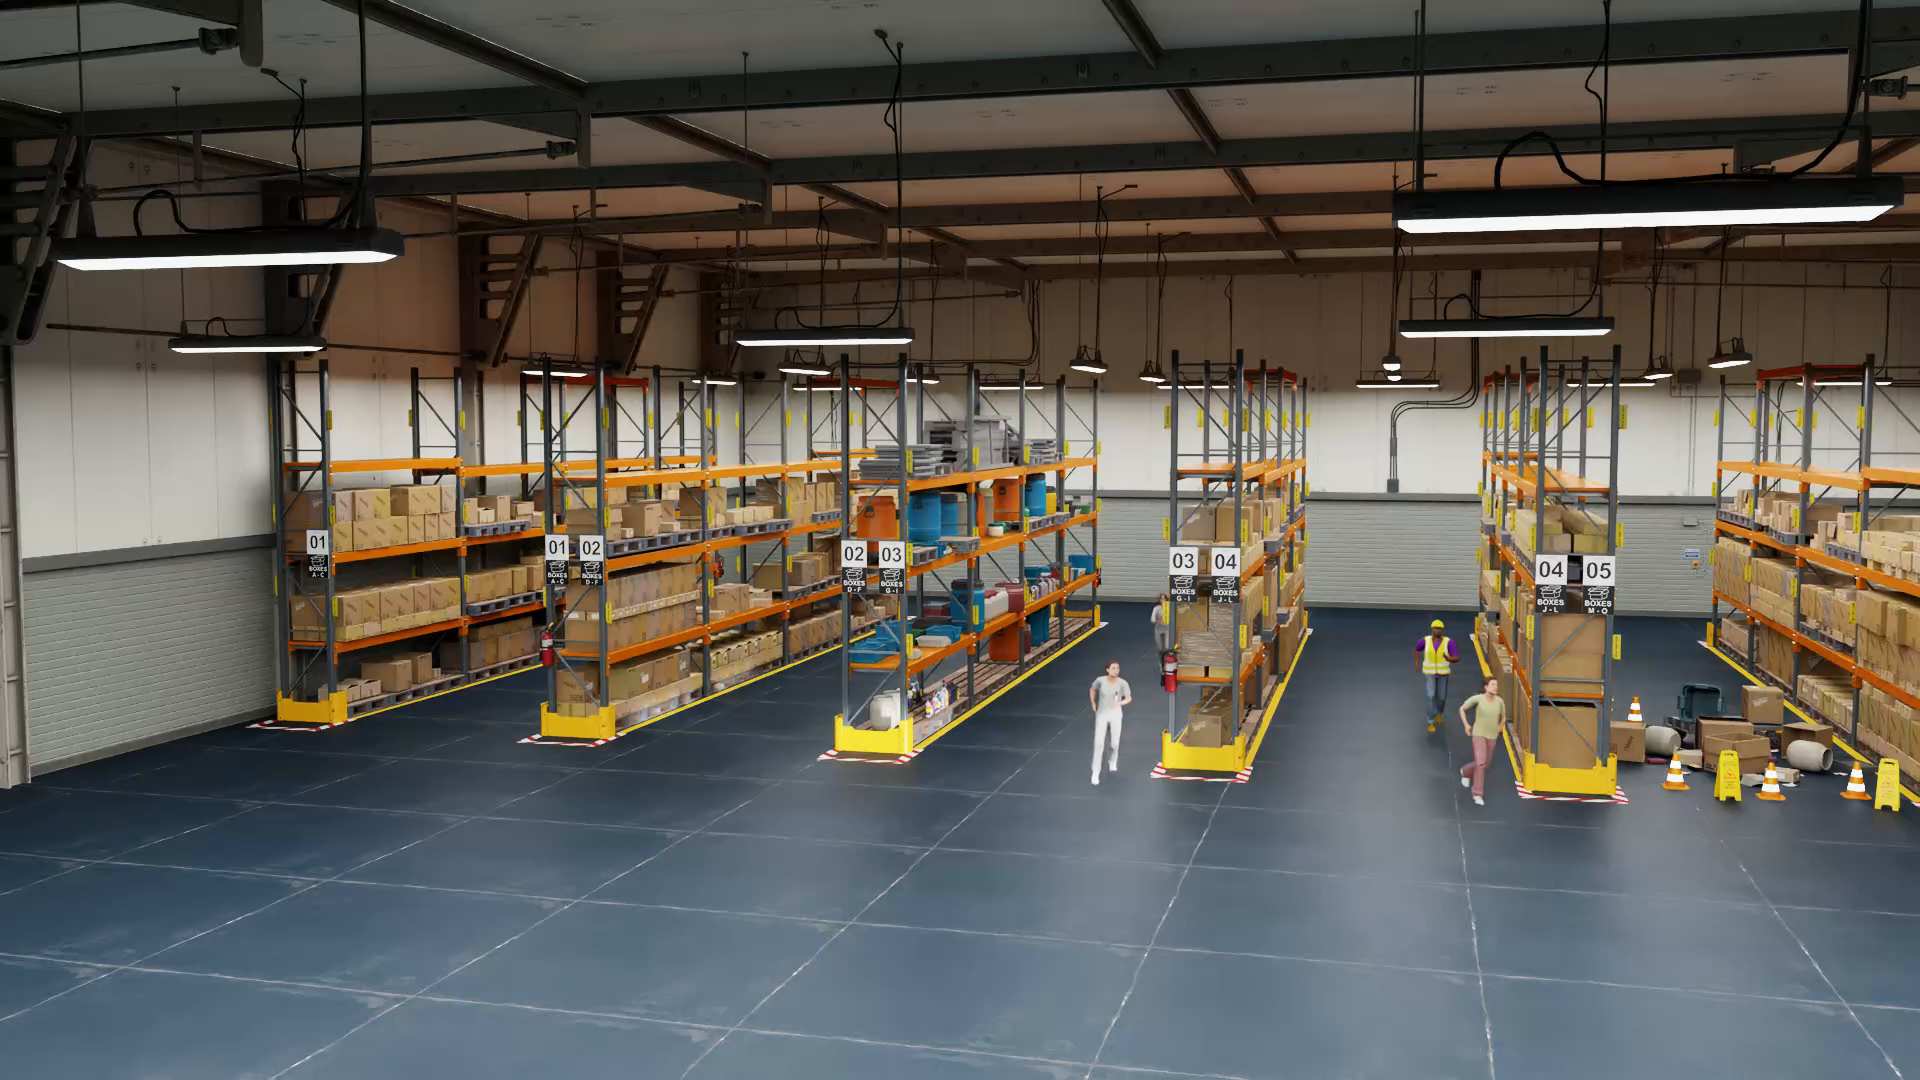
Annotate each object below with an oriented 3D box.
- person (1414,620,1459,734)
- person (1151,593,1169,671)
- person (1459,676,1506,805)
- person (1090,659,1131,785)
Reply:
[{"bbox_3d":[7.672,2.165,26.777,0.694,1.767,0.969,1,4,12],"label":"person"},{"bbox_3d":[4.021,1.840,32.797,0.509,1.586,0.657,1,4,10],"label":"person"},{"bbox_3d":[6.938,2.622,22.046,0.612,1.667,0.797,-1,4,-7],"label":"person"},{"bbox_3d":[2.106,2.497,23.239,0.573,1.673,0.958,0,4,3],"label":"person"}]
